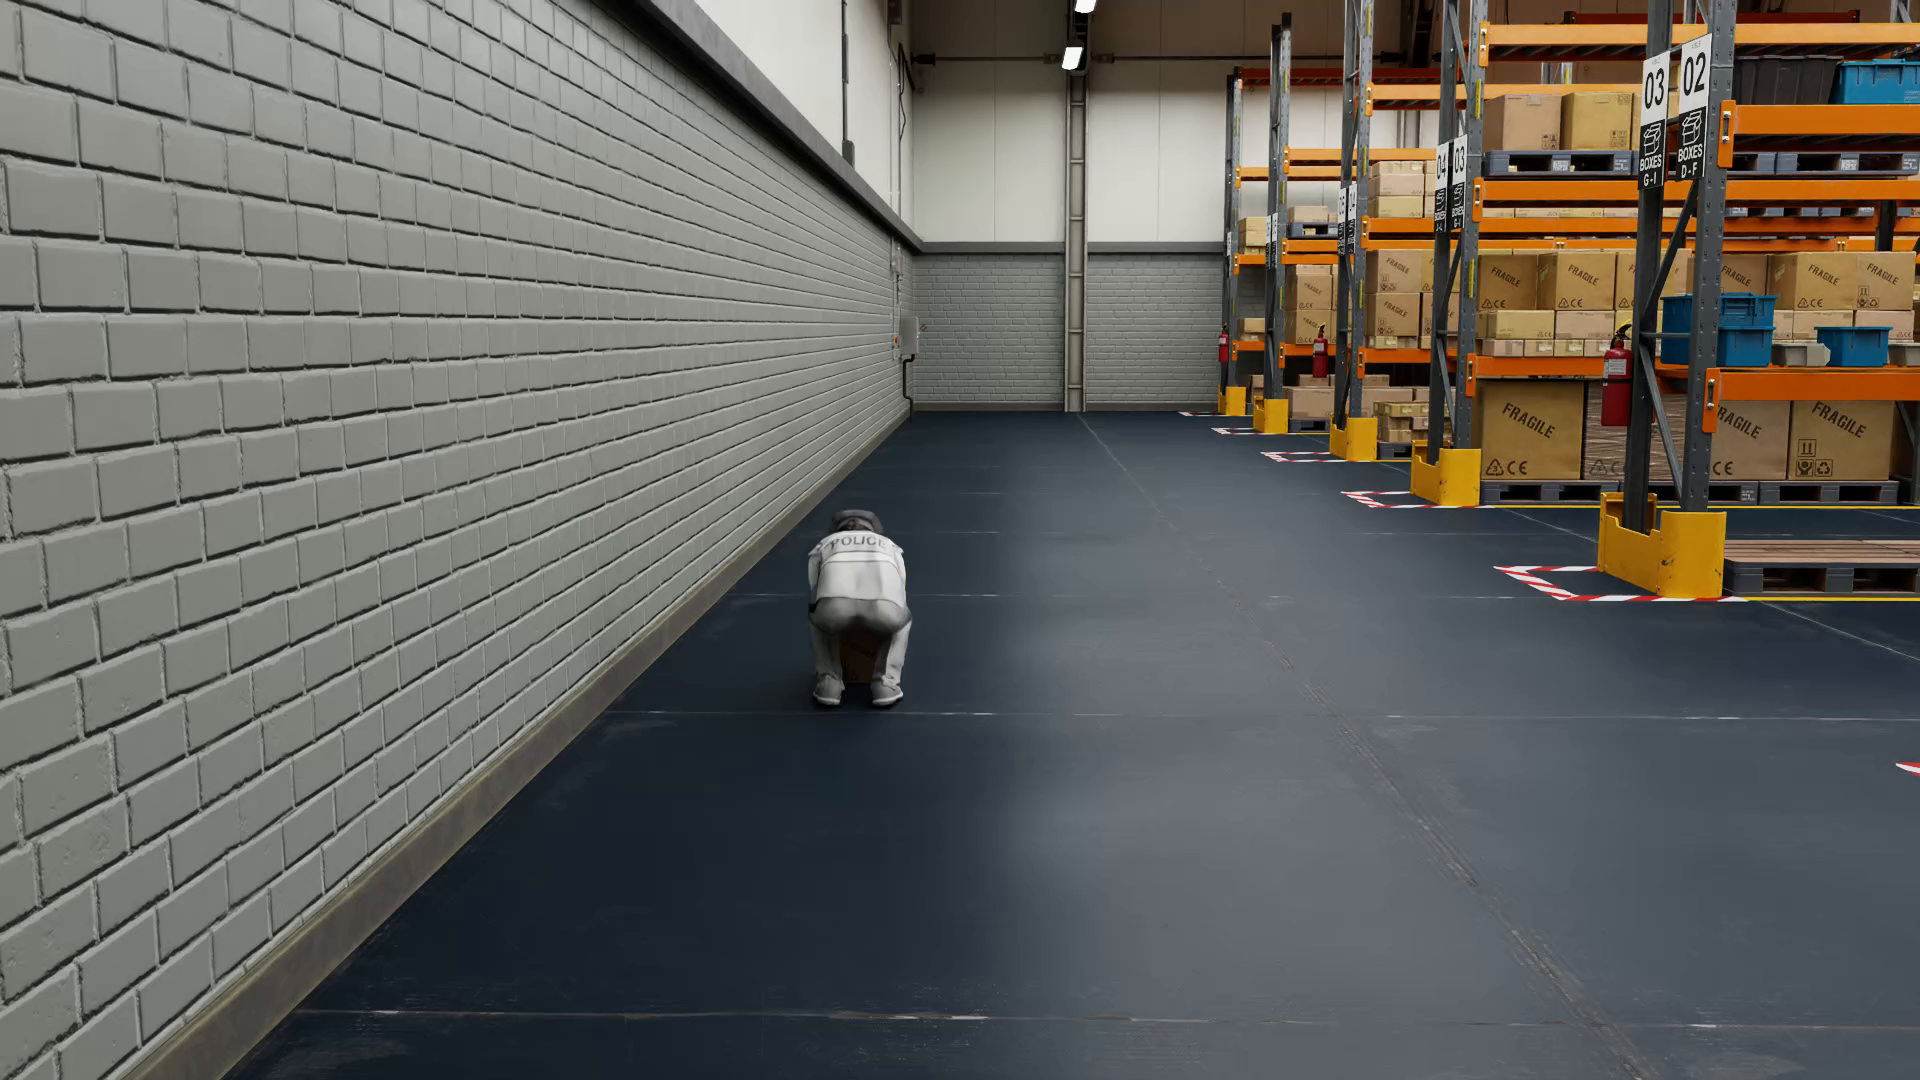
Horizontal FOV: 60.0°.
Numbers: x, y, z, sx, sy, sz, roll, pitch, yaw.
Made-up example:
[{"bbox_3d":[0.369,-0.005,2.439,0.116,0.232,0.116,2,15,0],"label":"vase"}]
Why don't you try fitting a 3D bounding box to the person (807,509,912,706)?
[{"bbox_3d":[-0.433,0.296,7.122,0.456,0.792,0.906,0,7,0],"label":"person"}]
